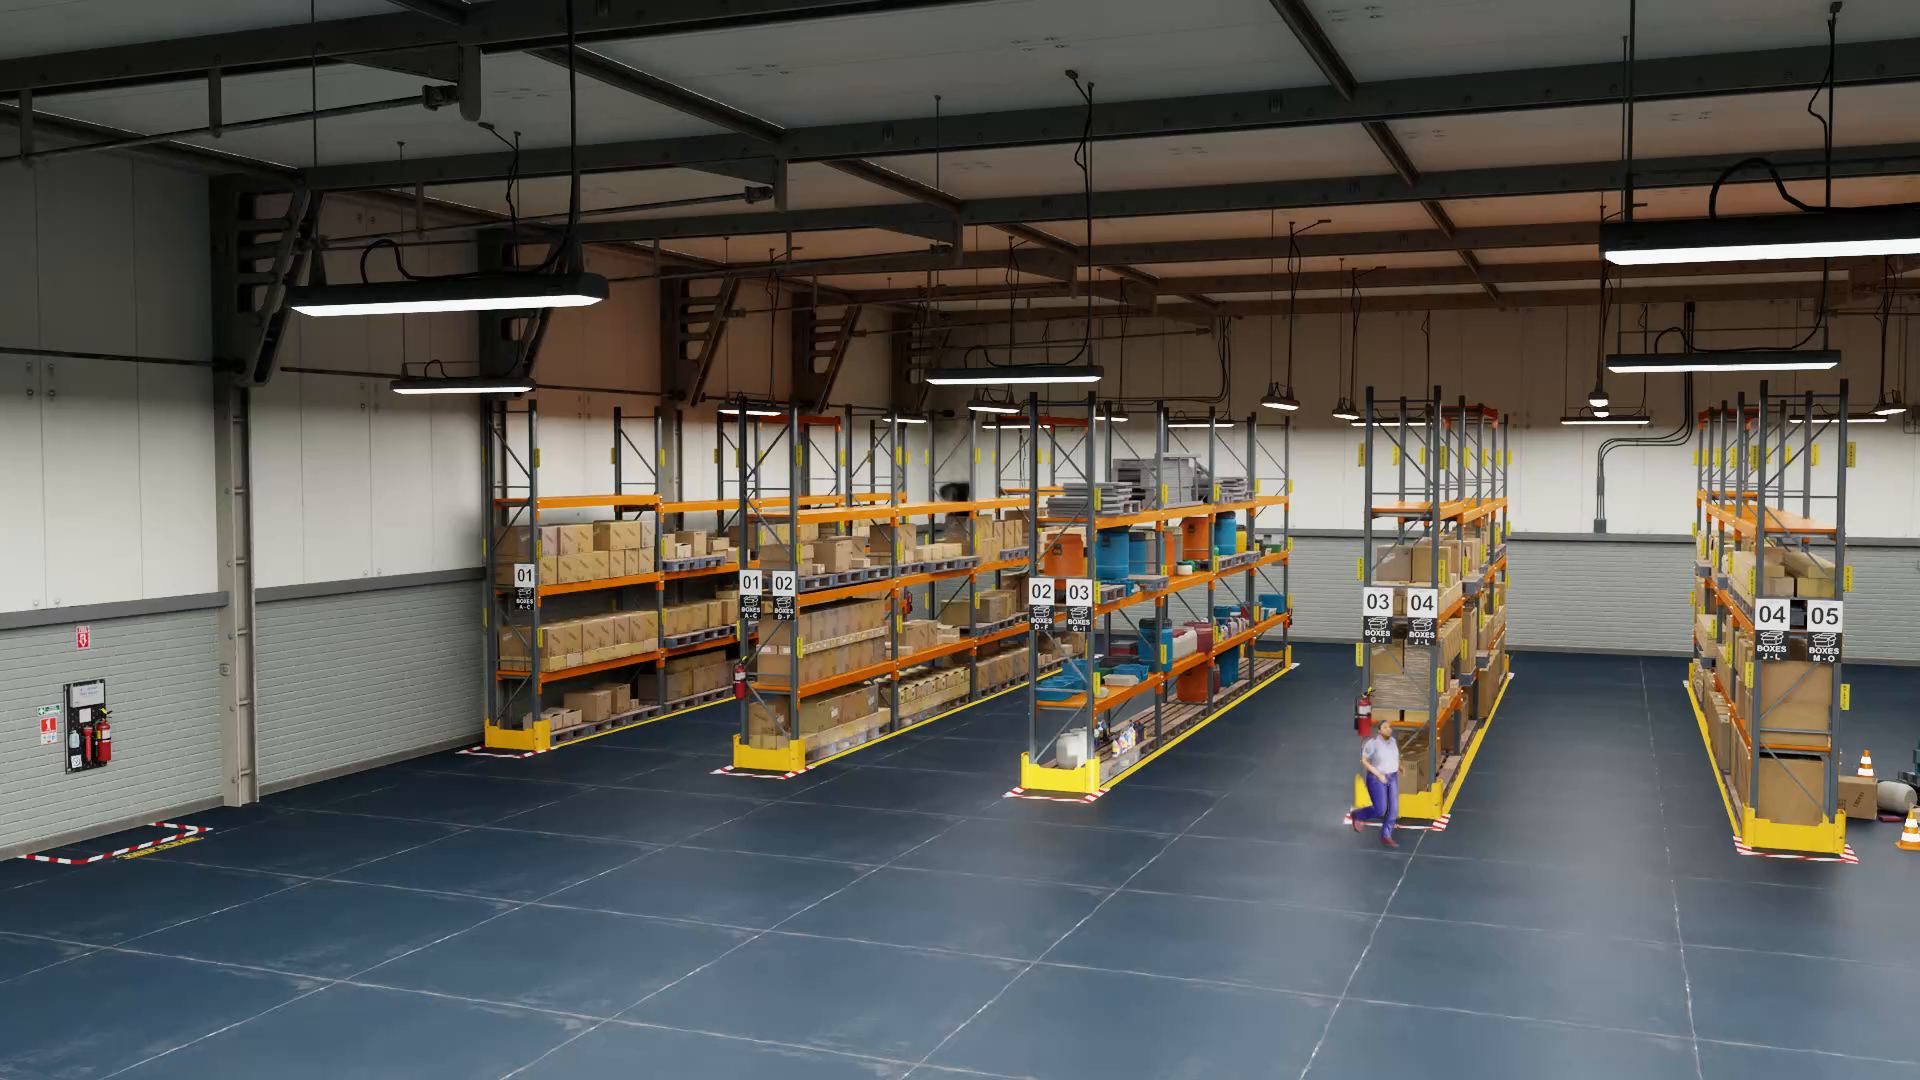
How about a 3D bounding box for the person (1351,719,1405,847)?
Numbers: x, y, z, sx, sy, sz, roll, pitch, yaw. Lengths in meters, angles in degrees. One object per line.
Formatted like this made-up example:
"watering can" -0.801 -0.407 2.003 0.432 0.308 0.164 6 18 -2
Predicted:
"person" 5.480 3.145 21.677 0.609 1.622 0.673 -2 3 -28
